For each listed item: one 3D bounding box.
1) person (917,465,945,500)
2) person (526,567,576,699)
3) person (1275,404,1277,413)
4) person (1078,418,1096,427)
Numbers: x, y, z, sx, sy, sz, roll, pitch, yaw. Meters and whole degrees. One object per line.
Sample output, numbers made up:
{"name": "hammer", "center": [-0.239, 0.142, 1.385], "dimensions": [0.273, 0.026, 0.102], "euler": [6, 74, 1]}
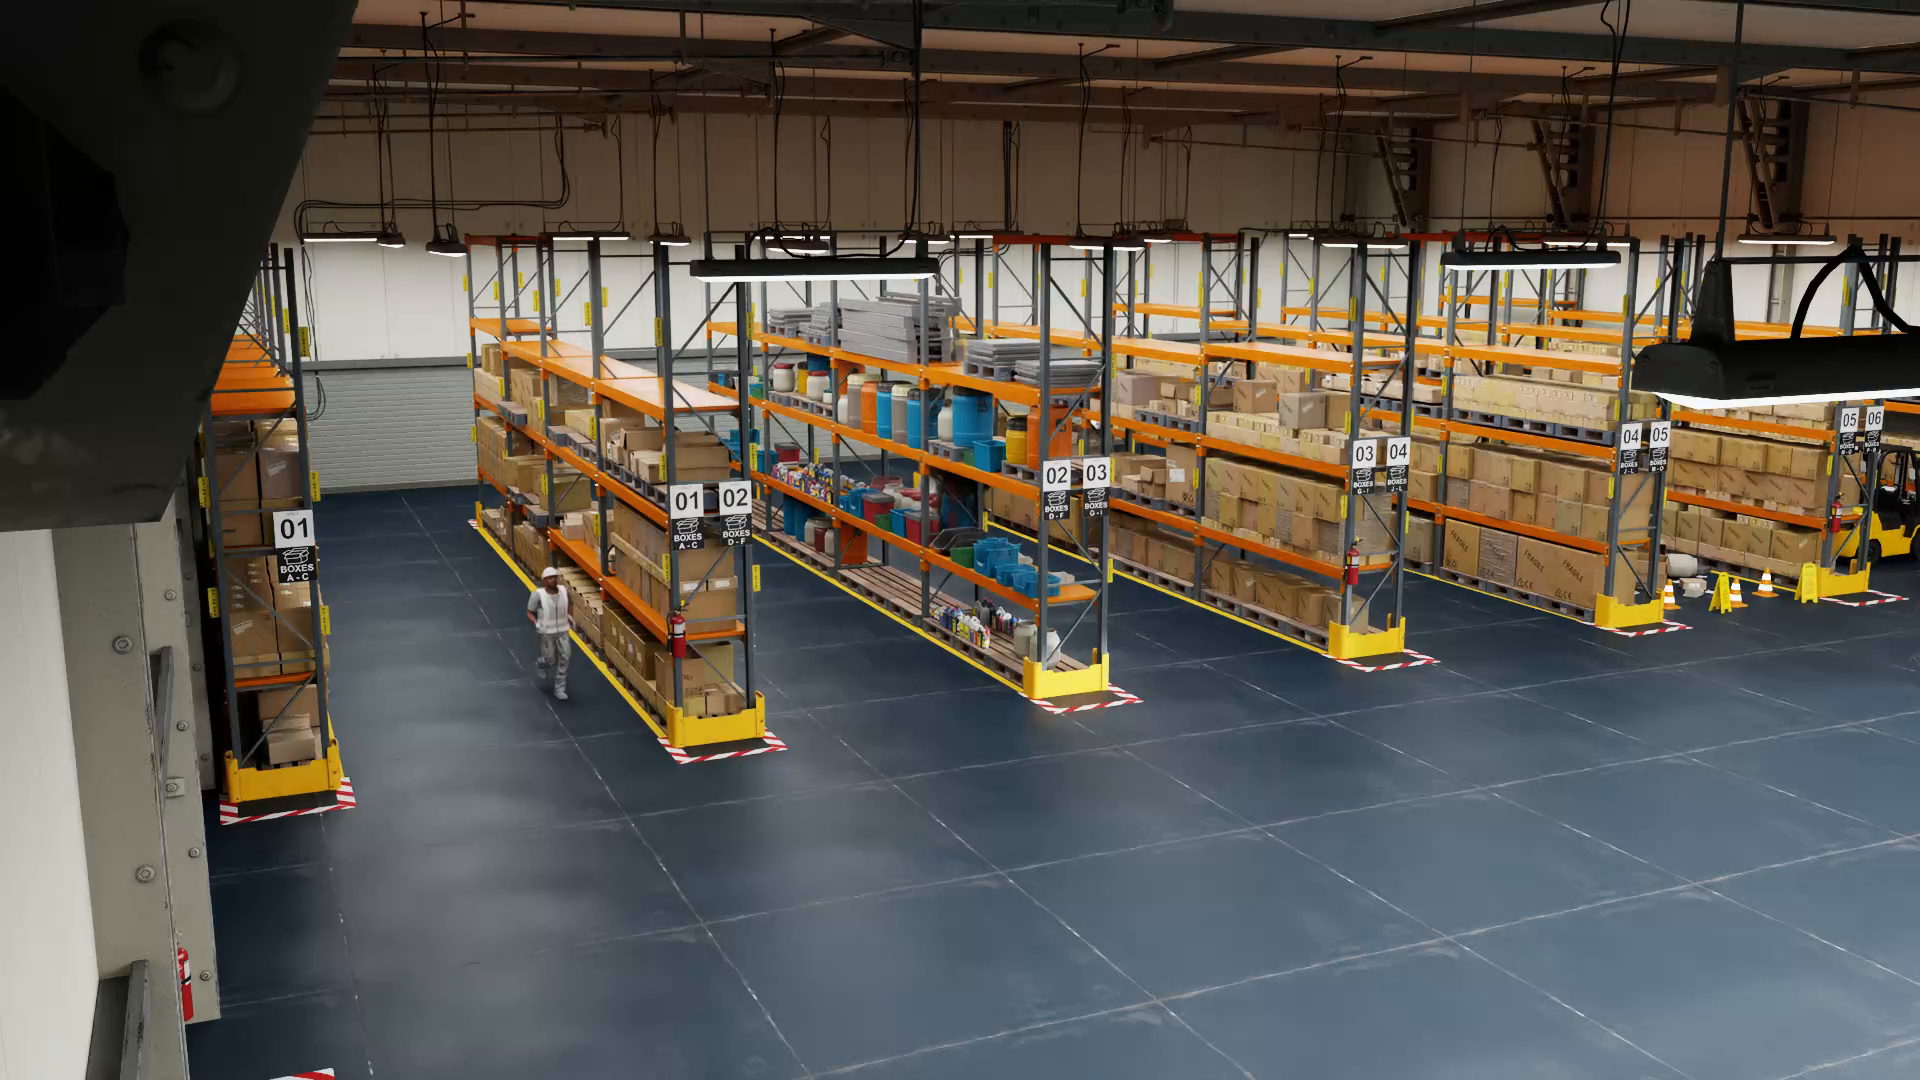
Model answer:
{"name": "person", "center": [-0.525, -0.735, 32.418], "dimensions": [0.659, 1.729, 0.586], "euler": [-8, 14, -36]}
{"name": "person", "center": [-5.451, 1.220, 22.277], "dimensions": [0.682, 1.753, 0.769], "euler": [-7, 13, -33]}
{"name": "person", "center": [8.345, -2.873, 43.958], "dimensions": [0.572, 1.542, 0.555], "euler": [3, 11, 13]}
{"name": "person", "center": [3.086, -2.458, 41.251], "dimensions": [0.632, 1.781, 0.678], "euler": [-6, 12, -28]}
